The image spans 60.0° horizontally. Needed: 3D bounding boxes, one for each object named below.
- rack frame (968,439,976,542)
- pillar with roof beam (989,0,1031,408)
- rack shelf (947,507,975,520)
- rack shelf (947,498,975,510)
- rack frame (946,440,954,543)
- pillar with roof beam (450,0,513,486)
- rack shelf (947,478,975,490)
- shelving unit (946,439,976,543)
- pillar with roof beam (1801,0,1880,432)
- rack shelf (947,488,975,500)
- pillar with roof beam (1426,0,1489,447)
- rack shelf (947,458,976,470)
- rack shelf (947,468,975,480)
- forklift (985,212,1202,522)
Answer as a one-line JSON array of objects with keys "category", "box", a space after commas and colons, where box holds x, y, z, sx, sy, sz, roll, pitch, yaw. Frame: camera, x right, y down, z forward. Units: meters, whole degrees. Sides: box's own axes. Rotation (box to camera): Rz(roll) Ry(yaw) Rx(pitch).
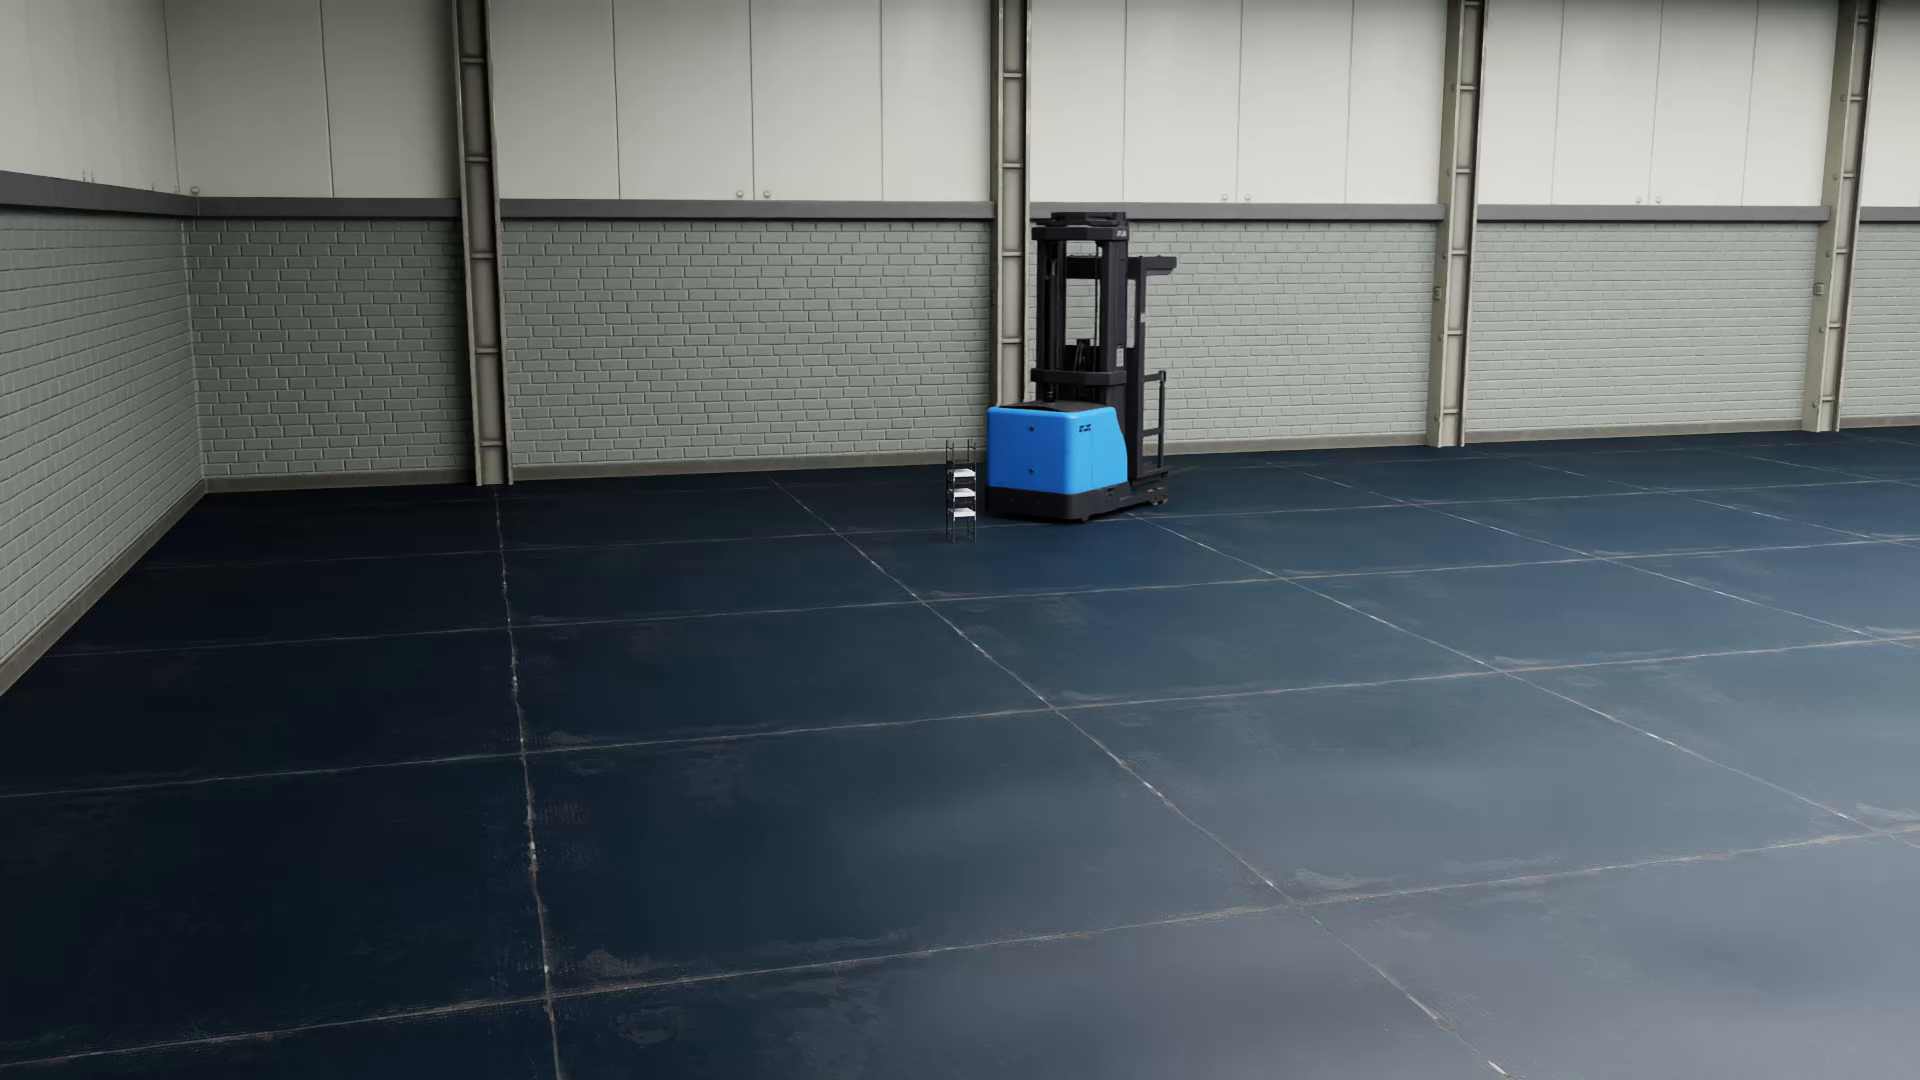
[{"category": "rack frame", "box": [0.105, -0.448, 14.995, 0.006, 0.900, 0.240, -3, 11, -16]}, {"category": "pillar with roof beam", "box": [1.791, -4.613, 15.250, 0.400, 9.000, 9.100, -3, 11, -16]}, {"category": "rack shelf", "box": [0.008, -0.233, 15.006, 0.200, 0.077, 0.258, -3, 11, -16]}, {"category": "rack shelf", "box": [0.008, -0.322, 14.990, 0.200, 0.077, 0.258, -3, 11, -16]}, {"category": "rack frame", "box": [-0.090, -0.438, 14.939, 0.006, 0.900, 0.240, -3, 11, -16]}, {"category": "pillar with roof beam", "box": [-3.970, -4.309, 13.601, 0.400, 9.000, 9.100, -3, 11, -16]}, {"category": "rack shelf", "box": [0.008, -0.499, 14.957, 0.200, 0.077, 0.258, -3, 11, -16]}, {"category": "shelving unit", "box": [0.008, -0.443, 14.967, 0.210, 0.900, 0.258, -3, 11, -16]}, {"category": "pillar with roof beam", "box": [13.313, -5.220, 18.548, 0.400, 9.000, 9.100, -3, 11, -16]}, {"category": "rack shelf", "box": [0.008, -0.410, 14.973, 0.200, 0.077, 0.258, -3, 11, -16]}, {"category": "pillar with roof beam", "box": [7.552, -4.917, 16.899, 0.400, 9.000, 9.100, -3, 11, -16]}, {"category": "rack shelf", "box": [0.008, -0.676, 14.924, 0.200, 0.077, 0.258, -3, 11, -16]}, {"category": "rack shelf", "box": [0.008, -0.587, 14.941, 0.200, 0.077, 0.258, -3, 11, -16]}, {"category": "forklift", "box": [1.500, -1.836, 16.926, 1.130, 2.935, 3.031, 7, 13, 34]}]
